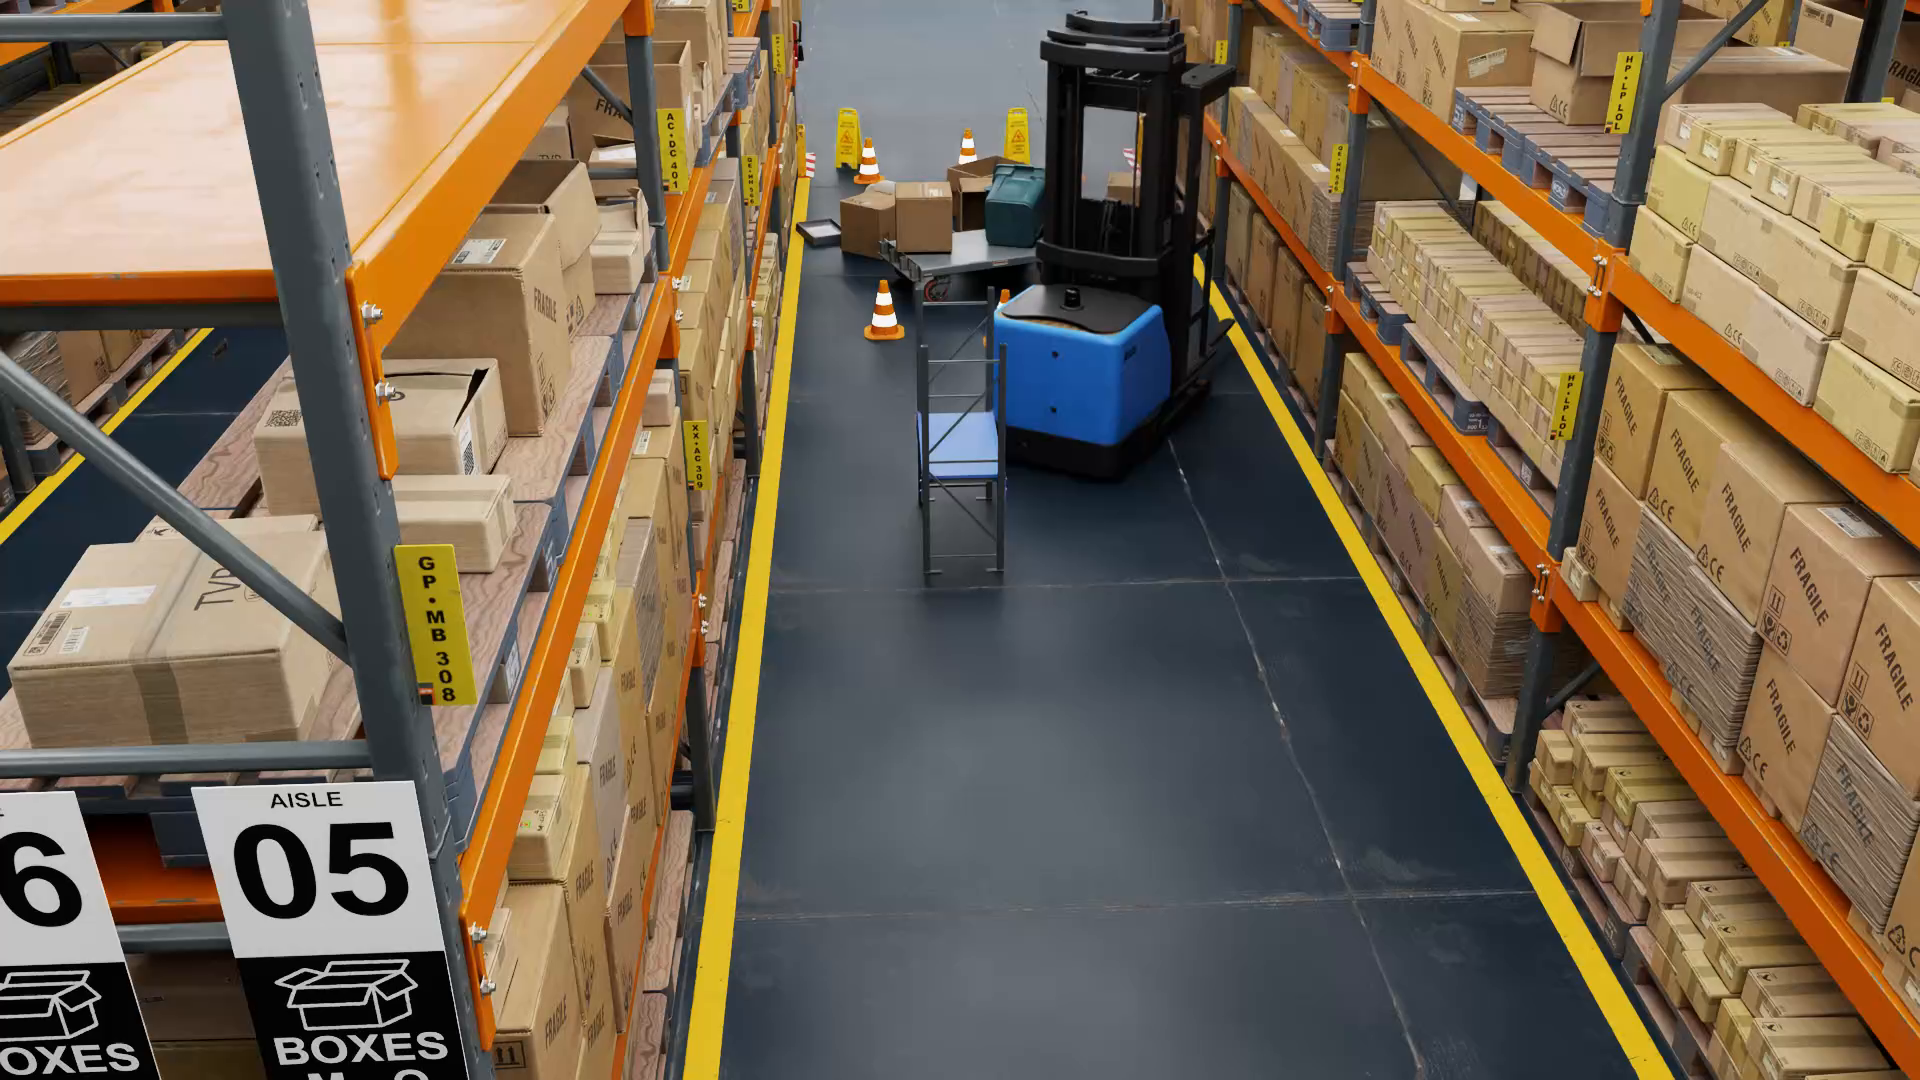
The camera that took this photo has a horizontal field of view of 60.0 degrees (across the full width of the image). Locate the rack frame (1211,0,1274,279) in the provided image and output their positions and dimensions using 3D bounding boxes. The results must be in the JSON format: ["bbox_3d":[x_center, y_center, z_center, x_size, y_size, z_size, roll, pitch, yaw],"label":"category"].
[{"bbox_3d":[2.833,-3.791,14.775,1.000,3.000,0.127,-1,28,-3],"label":"rack frame"}]

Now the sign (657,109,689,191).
[{"bbox_3d":[-1.133,-1.539,6.568,0.100,0.325,0.005,-1,28,-3],"label":"sign"}]

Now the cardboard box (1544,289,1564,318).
[{"bbox_3d":[3.592,-1.338,9.567,0.380,0.149,0.250,-1,28,-1],"label":"cardboard box"}]

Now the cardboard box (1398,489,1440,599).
[{"bbox_3d":[2.912,0.016,9.725,0.500,0.500,0.500,-2,28,-4],"label":"cardboard box"}]

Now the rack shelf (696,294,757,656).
[{"bbox_3d":[-1.792,-0.535,9.310,1.077,0.370,4.000,-1,28,-3],"label":"rack shelf"}]

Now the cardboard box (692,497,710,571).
[{"bbox_3d":[-1.446,-0.073,7.809,0.500,0.250,0.500,-2,28,-4],"label":"cardboard box"}]

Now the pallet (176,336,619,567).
[{"bbox_3d":[-1.594,-0.281,4.897,1.003,0.211,1.213,-1,28,-3],"label":"pallet"}]

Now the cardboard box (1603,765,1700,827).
[{"bbox_3d":[3.080,1.126,7.333,0.380,0.149,0.250,-2,28,-3],"label":"cardboard box"}]

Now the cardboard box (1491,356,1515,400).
[{"bbox_3d":[2.989,-0.845,8.622,0.380,0.149,0.250,-2,28,-4],"label":"cardboard box"}]

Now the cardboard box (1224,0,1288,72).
[{"bbox_3d":[2.848,-4.507,14.819,0.875,0.550,0.550,-1,28,-3],"label":"cardboard box"}]

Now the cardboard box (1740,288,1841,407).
[{"bbox_3d":[3.054,-0.668,5.705,0.500,0.250,0.500,0,28,0],"label":"cardboard box"}]

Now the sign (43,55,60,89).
[{"bbox_3d":[-7.616,-3.908,13.978,0.100,0.325,0.005,-1,28,-3],"label":"sign"}]

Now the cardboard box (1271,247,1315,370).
[{"bbox_3d":[3.051,-1.820,12.974,1.050,0.750,0.750,-1,28,-2],"label":"cardboard box"}]

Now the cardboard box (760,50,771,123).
[{"bbox_3d":[-1.852,-3.779,13.869,0.500,0.500,0.500,-2,28,-4],"label":"cardboard box"}]

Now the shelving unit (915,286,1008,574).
[{"bbox_3d":[-0.004,-0.704,10.479,0.538,1.500,1.048,-1,28,-3],"label":"shelving unit"}]

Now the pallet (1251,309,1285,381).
[{"bbox_3d":[3.015,-1.635,13.657,1.003,0.211,1.213,-1,28,-3],"label":"pallet"}]

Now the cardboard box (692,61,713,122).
[{"bbox_3d":[-1.433,-2.239,8.247,0.396,0.266,0.258,1,28,2],"label":"cardboard box"}]

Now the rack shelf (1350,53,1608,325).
[{"bbox_3d":[3.146,-2.031,8.935,1.077,0.370,4.000,-1,28,-3],"label":"rack shelf"}]

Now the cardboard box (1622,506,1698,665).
[{"bbox_3d":[3.058,0.190,6.711,0.500,0.500,0.500,-1,28,-3],"label":"cardboard box"}]

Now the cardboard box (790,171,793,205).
[{"bbox_3d":[-1.951,-3.591,16.911,0.500,0.250,0.500,-2,28,-4],"label":"cardboard box"}]

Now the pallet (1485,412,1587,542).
[{"bbox_3d":[3.356,-0.368,8.419,1.003,0.211,1.213,-1,28,-3],"label":"pallet"}]

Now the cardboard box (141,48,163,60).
[{"bbox_3d":[-6.782,-4.121,14.277,0.380,0.149,0.250,-1,28,-2],"label":"cardboard box"}]

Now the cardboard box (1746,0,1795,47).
[{"bbox_3d":[7.493,-4.685,14.978,0.500,0.500,0.500,-1,28,-3],"label":"cardboard box"}]

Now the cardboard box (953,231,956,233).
[{"bbox_3d":[-0.004,-2.841,15.909,0.258,0.266,0.396,-23,35,-37],"label":"cardboard box"}]

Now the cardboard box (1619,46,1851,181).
[{"bbox_3d":[3.341,-1.835,7.218,0.700,0.500,0.500,-1,28,-3],"label":"cardboard box"}]

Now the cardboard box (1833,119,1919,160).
[{"bbox_3d":[3.564,-1.499,6.326,0.380,0.149,0.250,-1,28,-1],"label":"cardboard box"}]

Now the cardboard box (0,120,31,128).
[{"bbox_3d":[-7.244,-3.078,12.598,0.380,0.149,0.250,-2,28,-3],"label":"cardboard box"}]

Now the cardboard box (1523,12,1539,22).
[{"bbox_3d":[3.387,-2.599,9.137,0.500,0.500,0.500,-1,28,-3],"label":"cardboard box"}]

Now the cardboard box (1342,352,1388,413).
[{"bbox_3d":[2.836,-1.030,10.919,0.500,0.250,0.500,-3,28,-5],"label":"cardboard box"}]

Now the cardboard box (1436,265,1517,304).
[{"bbox_3d":[2.943,-1.457,9.475,0.380,0.149,0.250,-1,28,-1],"label":"cardboard box"}]

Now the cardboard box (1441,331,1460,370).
[{"bbox_3d":[2.947,-1.075,9.384,0.380,0.149,0.250,-2,28,-4],"label":"cardboard box"}]

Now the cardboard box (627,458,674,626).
[{"bbox_3d":[-1.368,0.028,6.264,0.500,0.500,0.500,-2,28,-3],"label":"cardboard box"}]

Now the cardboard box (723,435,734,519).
[{"bbox_3d":[-1.943,-0.701,10.693,0.875,0.875,0.875,-2,28,-3],"label":"cardboard box"}]

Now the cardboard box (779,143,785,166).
[{"bbox_3d":[-1.813,-3.550,15.320,0.380,0.149,0.250,-1,28,-2],"label":"cardboard box"}]

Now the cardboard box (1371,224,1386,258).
[{"bbox_3d":[2.867,-1.922,10.688,0.380,0.149,0.250,0,28,0],"label":"cardboard box"}]

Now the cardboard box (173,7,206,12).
[{"bbox_3d":[-7.506,-5.051,16.060,0.380,0.149,0.250,-2,28,-4],"label":"cardboard box"}]

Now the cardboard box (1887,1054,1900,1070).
[{"bbox_3d":[3.616,1.968,6.039,0.380,0.149,0.250,-3,28,-5],"label":"cardboard box"}]

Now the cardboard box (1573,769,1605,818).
[{"bbox_3d":[3.053,1.139,7.629,0.380,0.149,0.250,-1,28,-2],"label":"cardboard box"}]

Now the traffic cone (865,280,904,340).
[{"bbox_3d":[-0.642,-1.961,14.010,0.336,0.463,0.334,-1,28,-3],"label":"traffic cone"}]

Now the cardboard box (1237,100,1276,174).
[{"bbox_3d":[2.619,-3.353,13.827,0.500,0.500,0.500,-1,28,-2],"label":"cardboard box"}]

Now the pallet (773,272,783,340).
[{"bbox_3d":[-2.063,-2.029,14.412,1.003,0.211,1.213,-1,28,-3],"label":"pallet"}]

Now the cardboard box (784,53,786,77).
[{"bbox_3d":[-1.958,-4.707,16.102,0.500,0.500,0.500,-1,28,-2],"label":"cardboard box"}]

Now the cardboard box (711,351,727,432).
[{"bbox_3d":[-1.484,-0.769,8.603,0.500,0.250,0.500,-1,28,-2],"label":"cardboard box"}]

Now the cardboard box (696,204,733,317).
[{"bbox_3d":[-1.553,-1.567,9.321,0.500,0.500,0.500,-1,28,-3],"label":"cardboard box"}]

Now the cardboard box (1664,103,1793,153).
[{"bbox_3d":[3.024,-1.618,6.556,0.380,0.149,0.250,-2,28,-4],"label":"cardboard box"}]

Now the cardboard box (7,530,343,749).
[{"bbox_3d":[-1.592,0.217,3.446,0.500,0.250,0.500,-4,28,-7],"label":"cardboard box"}]

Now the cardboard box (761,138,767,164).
[{"bbox_3d":[-1.740,-3.111,13.288,0.380,0.149,0.250,-1,28,-2],"label":"cardboard box"}]

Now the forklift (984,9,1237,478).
[{"bbox_3d":[1.284,-2.379,12.142,1.130,2.935,3.031,14,30,24],"label":"forklift"}]

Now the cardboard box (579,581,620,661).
[{"bbox_3d":[-1.259,0.254,5.129,0.380,0.149,0.250,-2,28,-4],"label":"cardboard box"}]

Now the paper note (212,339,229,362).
[{"bbox_3d":[-2.169,-0.557,4.872,0.006,0.032,0.123,-1,28,-3],"label":"paper note"}]

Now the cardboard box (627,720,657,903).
[{"bbox_3d":[-1.322,0.945,5.587,0.500,0.500,0.500,0,28,-1],"label":"cardboard box"}]

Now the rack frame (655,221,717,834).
[{"bbox_3d":[-1.687,0.070,7.373,1.000,3.000,0.127,-1,28,-3],"label":"rack frame"}]

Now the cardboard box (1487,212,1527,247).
[{"bbox_3d":[3.536,-1.951,10.421,0.380,0.149,0.250,-2,28,-3],"label":"cardboard box"}]

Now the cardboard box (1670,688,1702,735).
[{"bbox_3d":[3.049,0.637,6.557,0.380,0.149,0.250,-1,28,-2],"label":"cardboard box"}]
